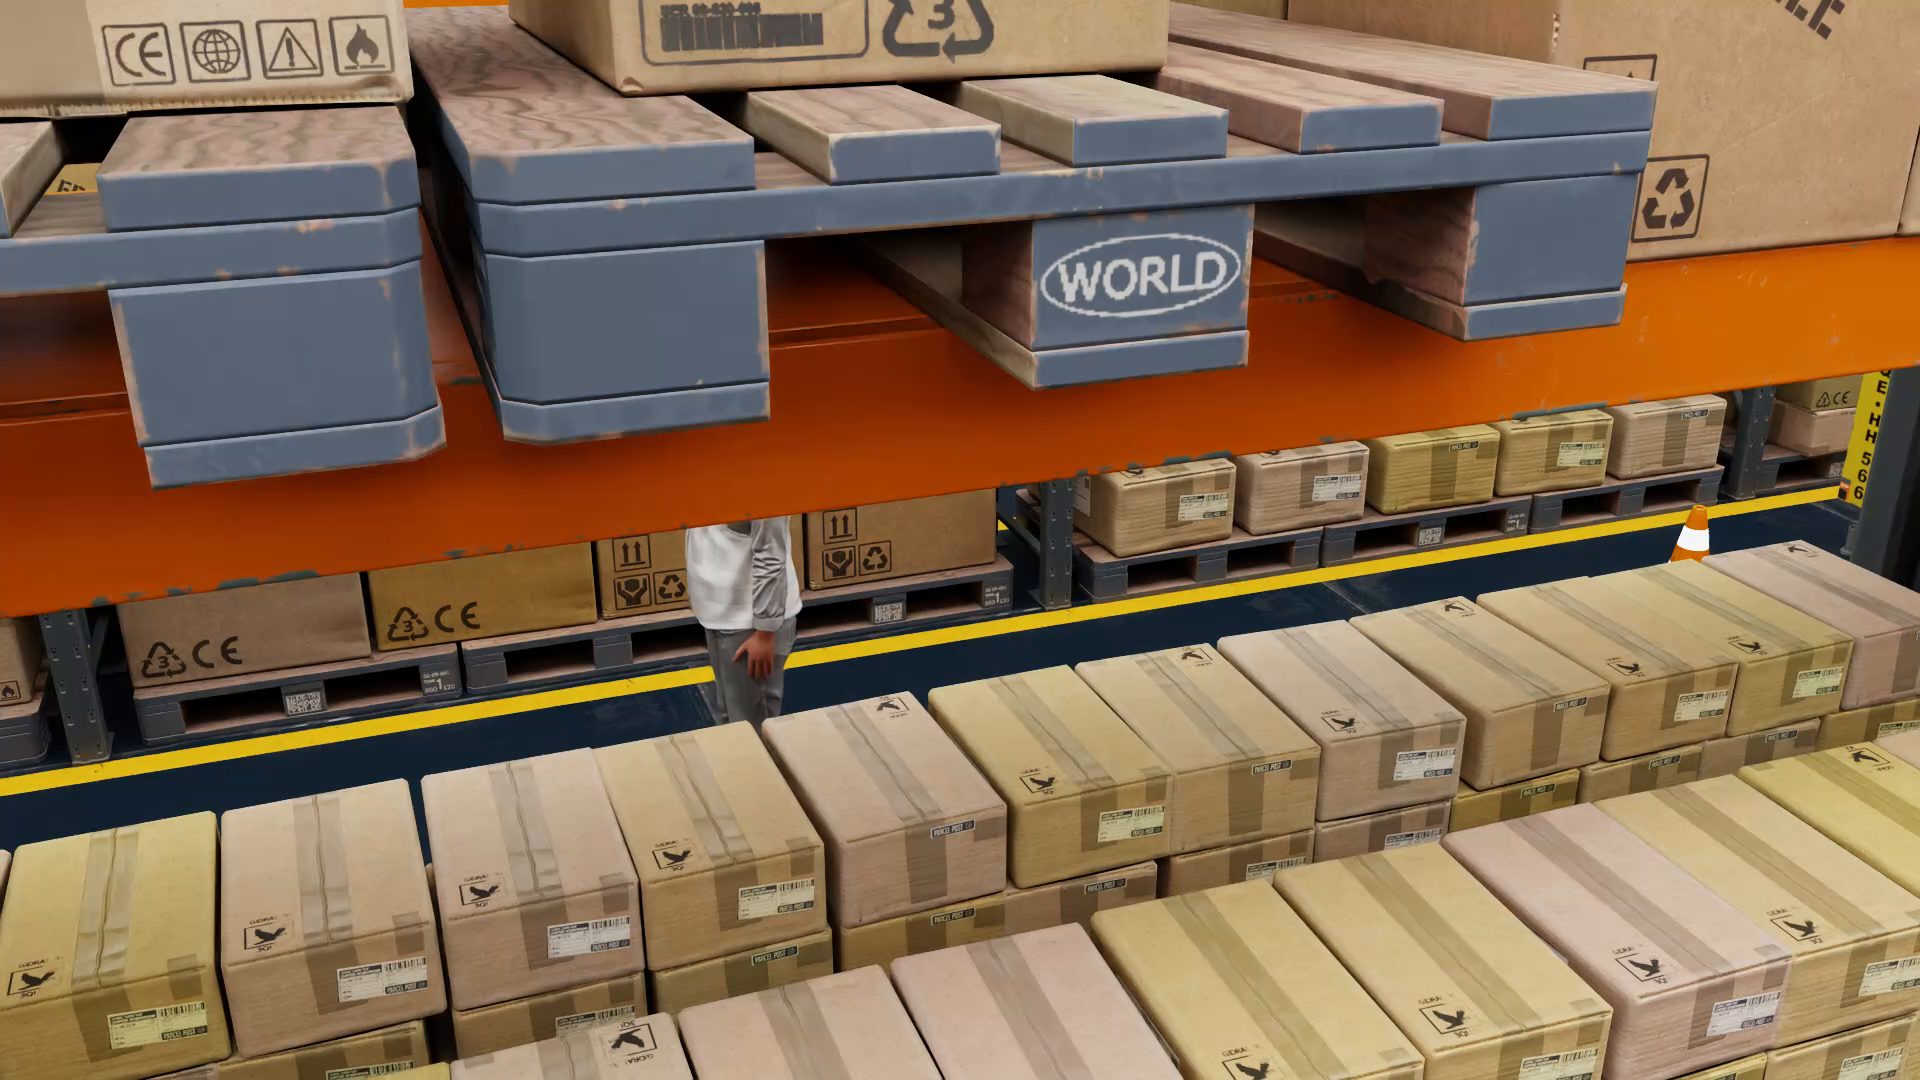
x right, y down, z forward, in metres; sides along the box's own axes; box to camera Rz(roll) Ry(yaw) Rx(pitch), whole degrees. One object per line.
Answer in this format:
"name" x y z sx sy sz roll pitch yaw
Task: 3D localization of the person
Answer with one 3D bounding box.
"person" -0.730 0.233 5.482 0.389 1.777 0.533 -7 24 -17
